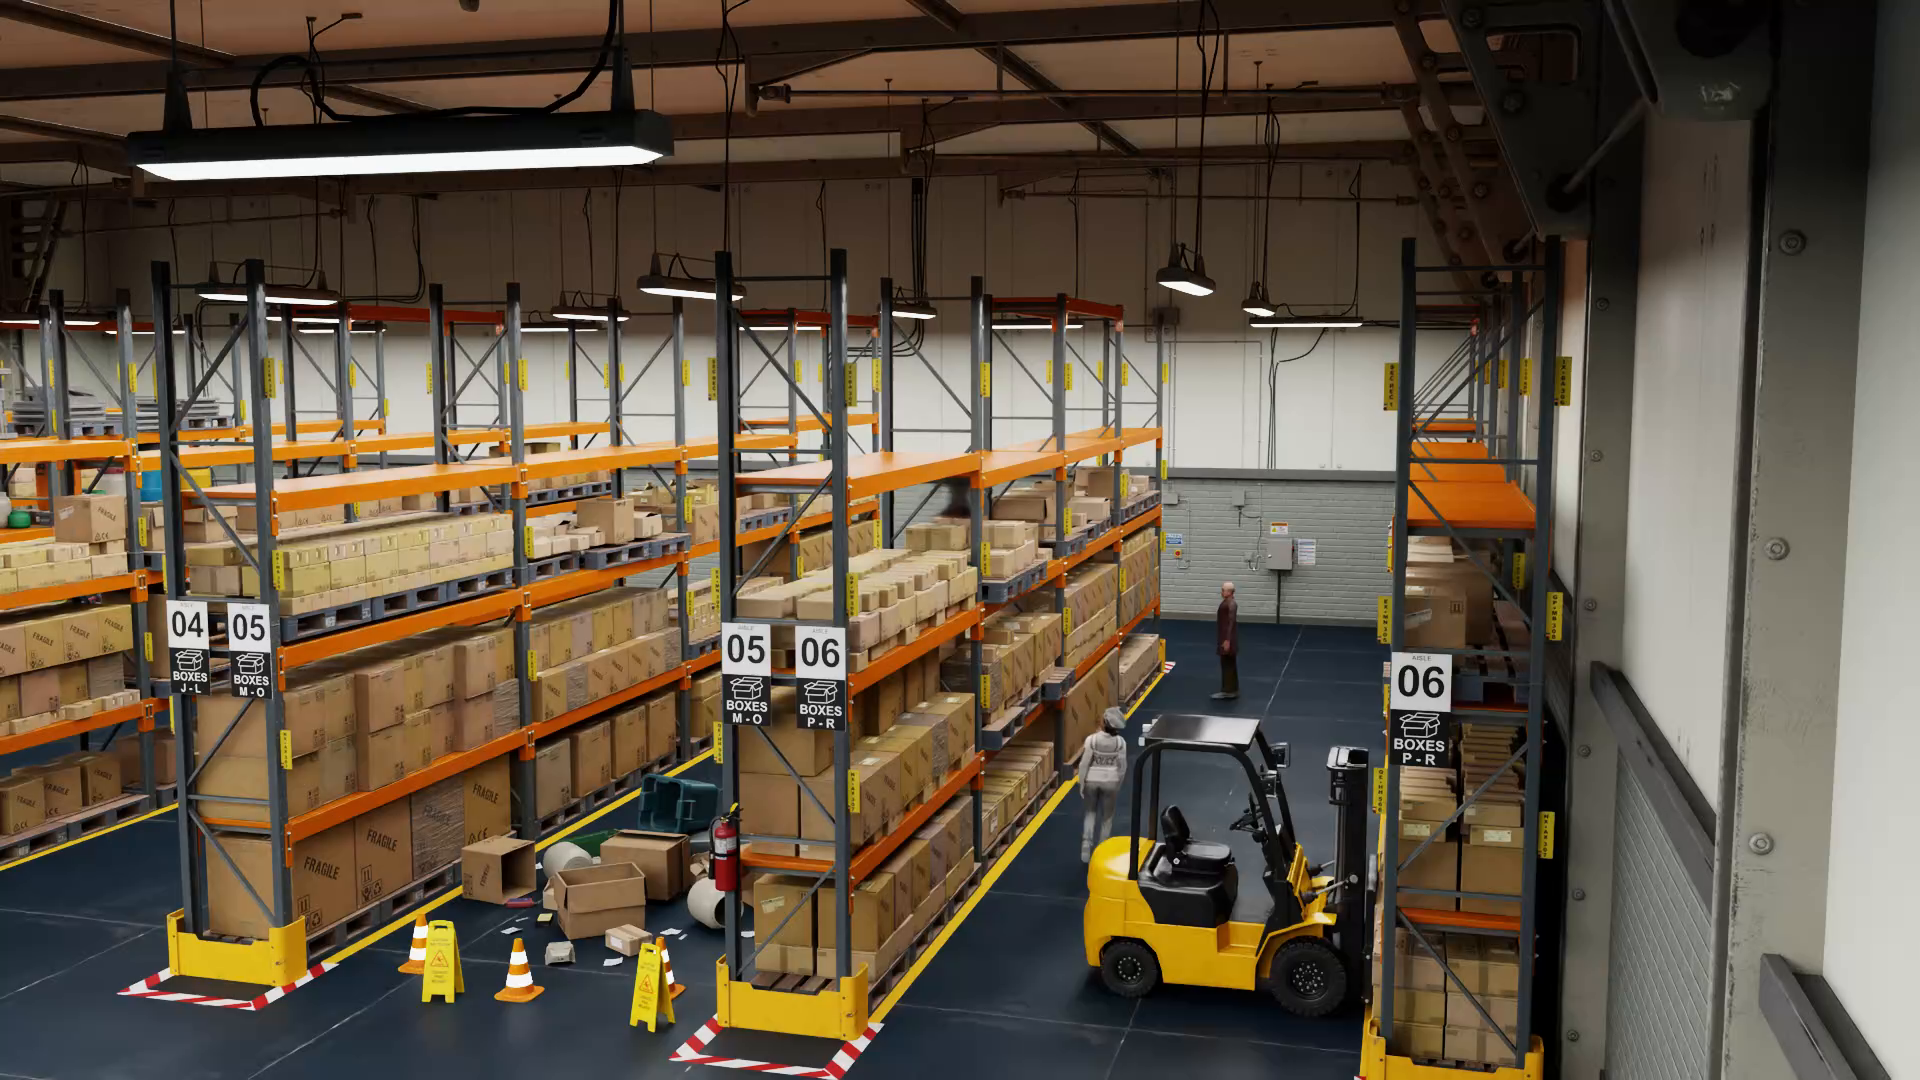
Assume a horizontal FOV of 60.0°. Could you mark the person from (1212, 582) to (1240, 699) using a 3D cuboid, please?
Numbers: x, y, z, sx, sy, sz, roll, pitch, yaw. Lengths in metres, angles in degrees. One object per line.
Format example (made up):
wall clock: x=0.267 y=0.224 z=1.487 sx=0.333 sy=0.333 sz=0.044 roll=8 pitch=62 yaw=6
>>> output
person: x=4.140 y=1.543 z=25.811 sx=0.417 sy=1.784 sz=0.671 roll=1 pitch=6 yaw=11

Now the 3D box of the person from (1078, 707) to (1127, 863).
person: x=1.499 y=2.514 z=17.118 sx=0.490 sy=1.653 sz=0.542 roll=2 pitch=6 yaw=20
